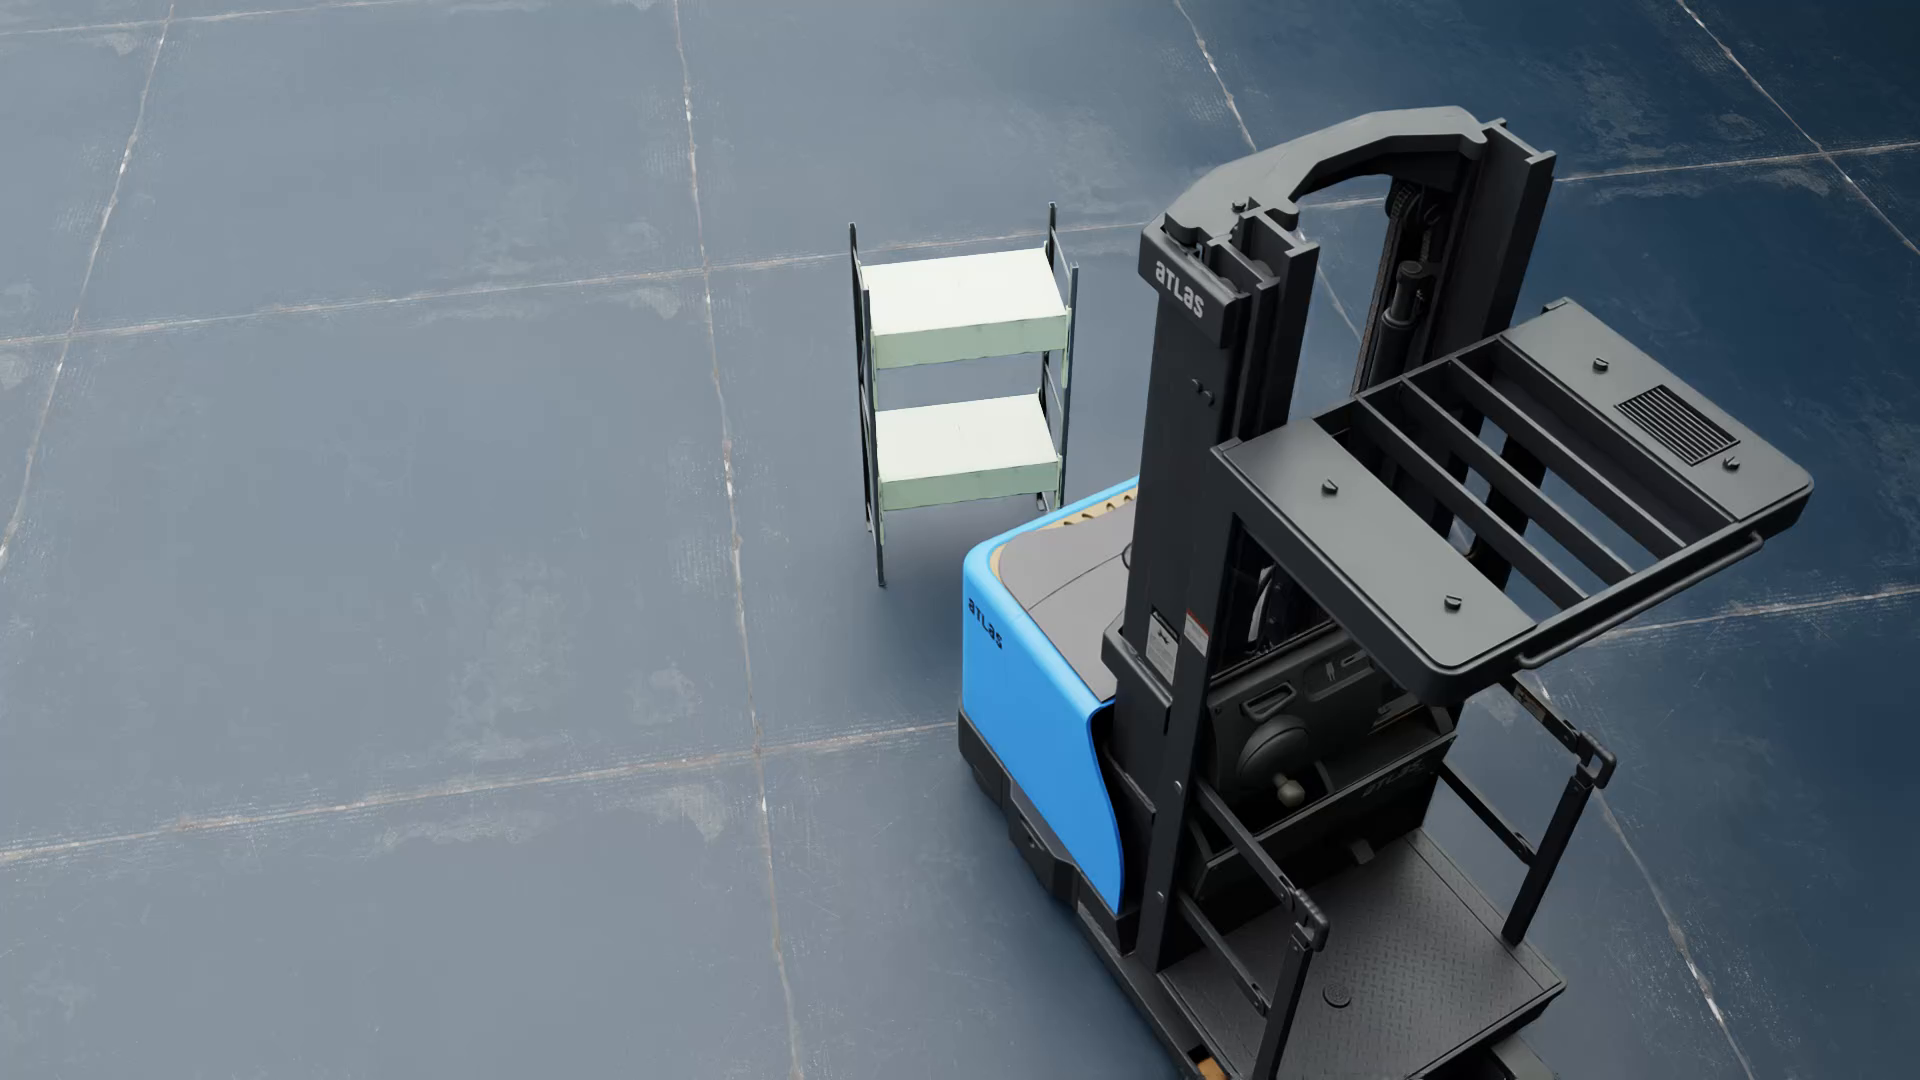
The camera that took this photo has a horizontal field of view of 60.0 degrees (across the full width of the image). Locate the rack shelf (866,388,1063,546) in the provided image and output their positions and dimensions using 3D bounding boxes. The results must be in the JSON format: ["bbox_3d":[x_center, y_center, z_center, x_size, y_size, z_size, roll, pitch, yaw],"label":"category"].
[{"bbox_3d":[0.007,-0.295,6.639,0.720,0.370,0.431,-7,46,-7],"label":"rack shelf"}]

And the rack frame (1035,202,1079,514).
[{"bbox_3d":[0.367,-0.566,6.447,0.023,1.500,0.400,-7,46,-7],"label":"rack frame"}]

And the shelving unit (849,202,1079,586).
[{"bbox_3d":[0.007,-0.521,6.404,0.755,1.500,0.431,-7,46,-7],"label":"shelving unit"}]

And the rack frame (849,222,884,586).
[{"bbox_3d":[-0.354,-0.476,6.361,0.023,1.500,0.400,-7,46,-7],"label":"rack frame"}]

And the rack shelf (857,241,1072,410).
[{"bbox_3d":[0.007,-0.792,6.123,0.720,0.370,0.431,-7,46,-7],"label":"rack shelf"}]

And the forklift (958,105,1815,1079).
[{"bbox_3d":[1.174,0.502,4.424,1.130,2.935,3.031,-23,50,-21],"label":"forklift"}]
